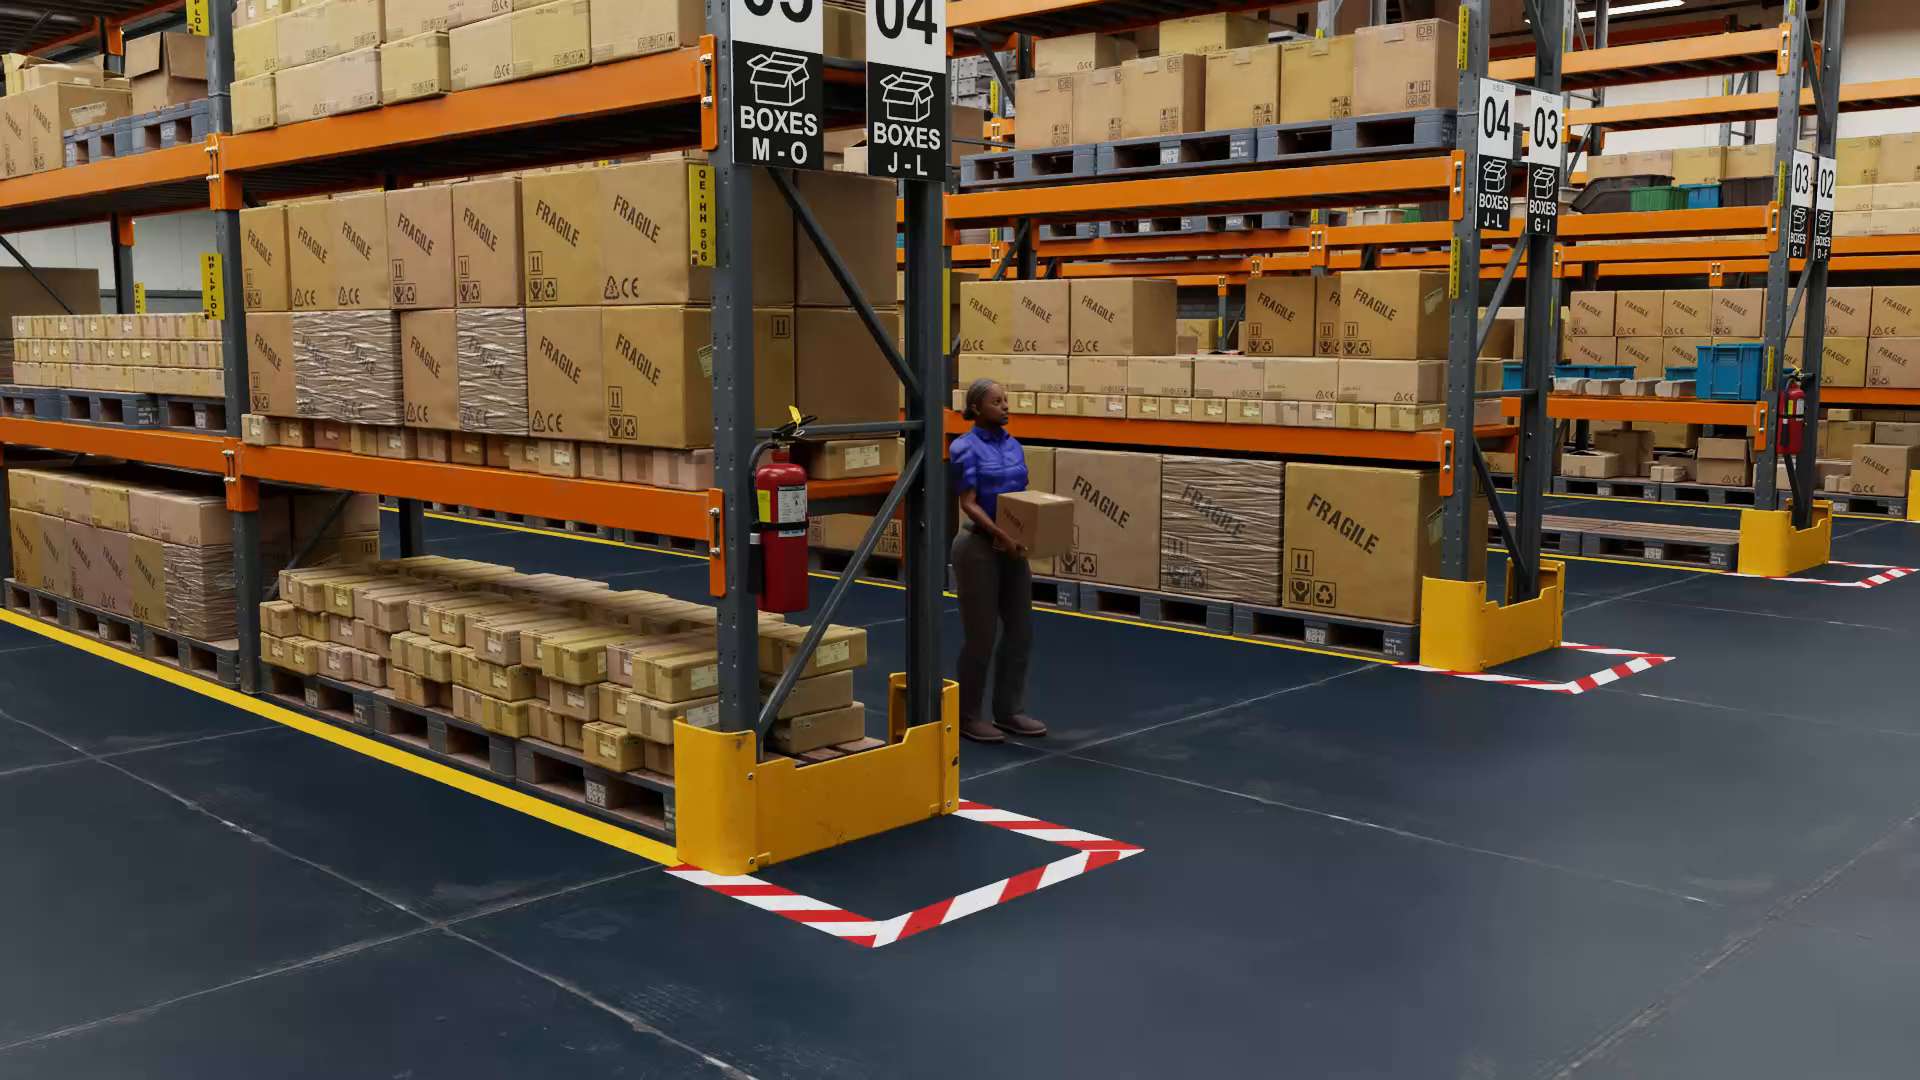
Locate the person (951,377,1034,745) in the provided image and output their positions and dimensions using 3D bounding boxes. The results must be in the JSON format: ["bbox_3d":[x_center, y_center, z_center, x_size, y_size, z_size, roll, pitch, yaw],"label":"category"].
[{"bbox_3d":[0.178,0.080,7.647,0.400,1.654,0.509,6,10,41],"label":"person"}]
